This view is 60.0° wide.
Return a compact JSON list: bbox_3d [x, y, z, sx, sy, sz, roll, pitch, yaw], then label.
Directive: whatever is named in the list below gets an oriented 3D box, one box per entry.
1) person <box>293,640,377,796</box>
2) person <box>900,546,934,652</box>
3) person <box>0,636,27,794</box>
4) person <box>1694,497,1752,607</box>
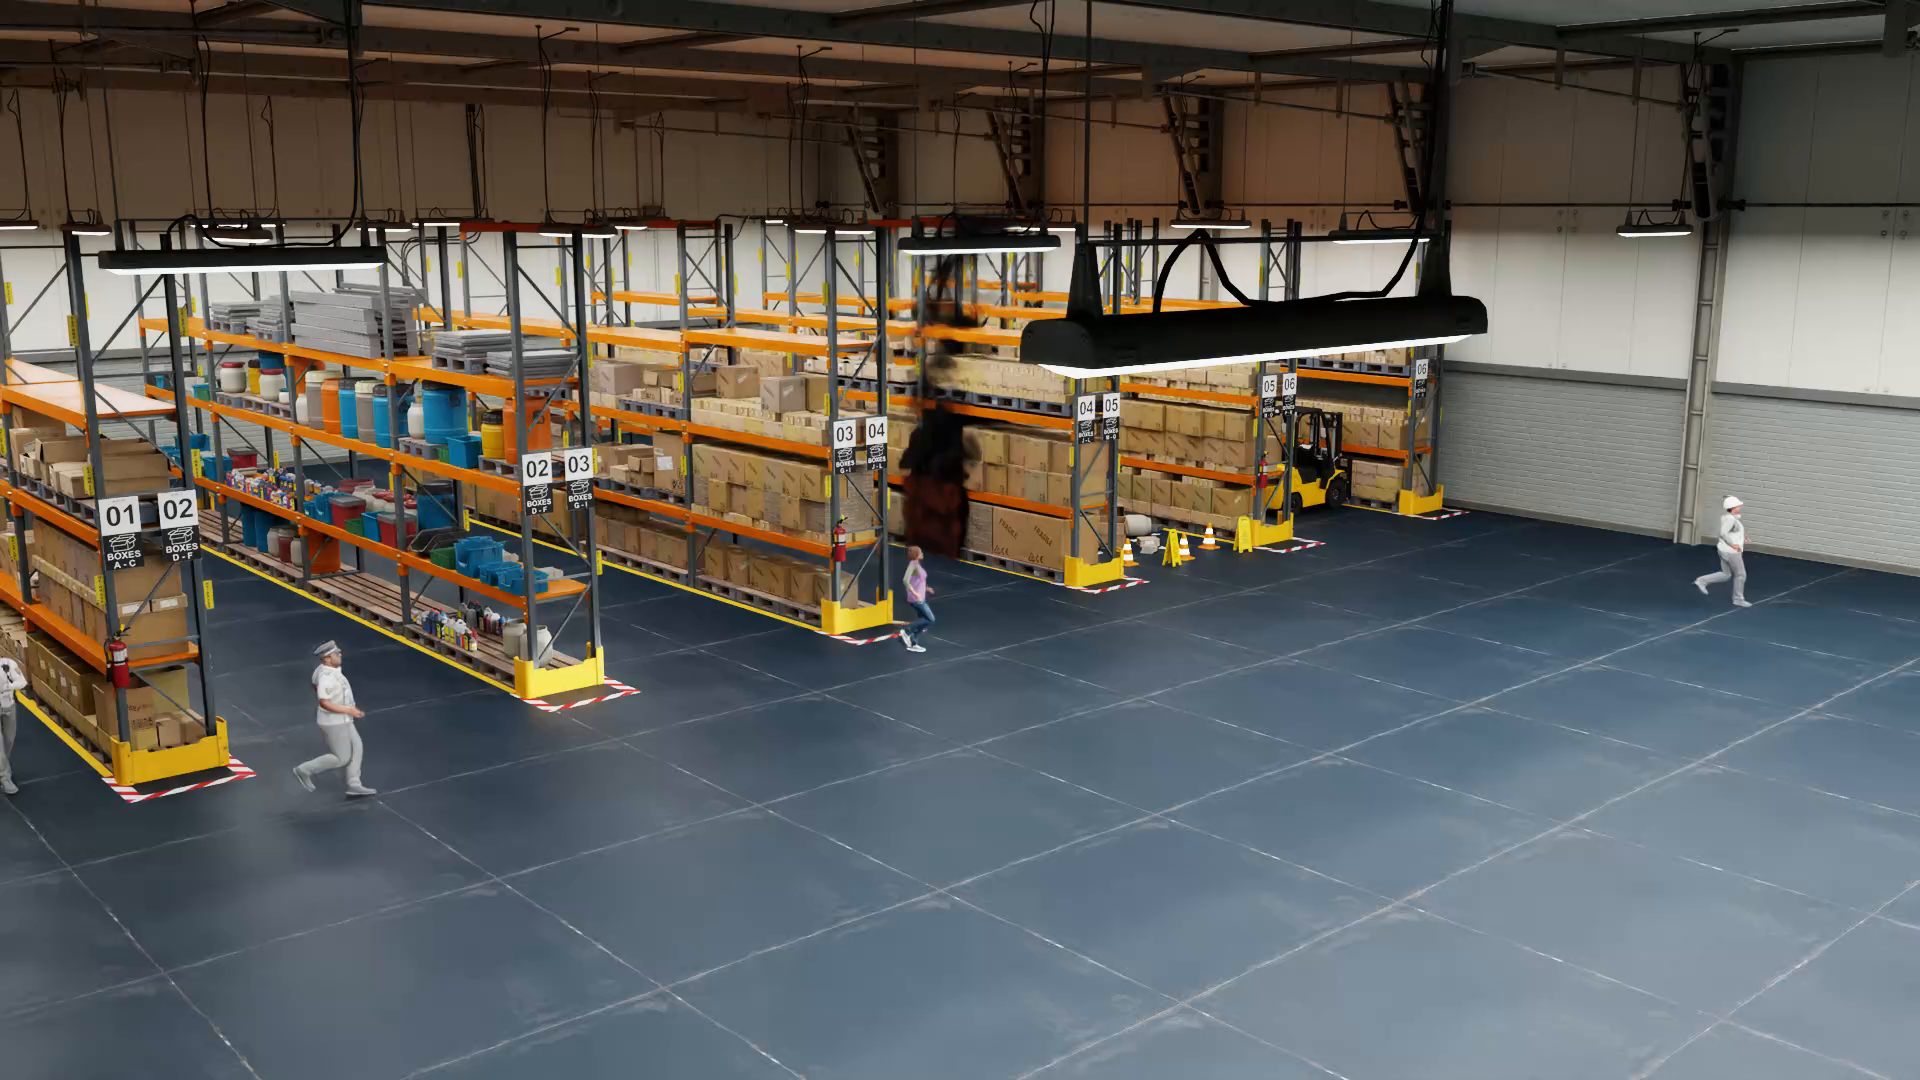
[{"bbox_3d":[-6.765,1.940,17.886,0.829,1.774,0.676,-4,12,-17],"label":"person"},{"bbox_3d":[-0.610,0.847,23.802,0.488,1.549,0.556,0,11,-1],"label":"person"},{"bbox_3d":[-10.538,1.855,18.221,0.602,1.681,0.914,-11,16,-42],"label":"person"},{"bbox_3d":[12.263,0.184,26.570,0.880,1.772,0.662,2,12,12],"label":"person"}]
